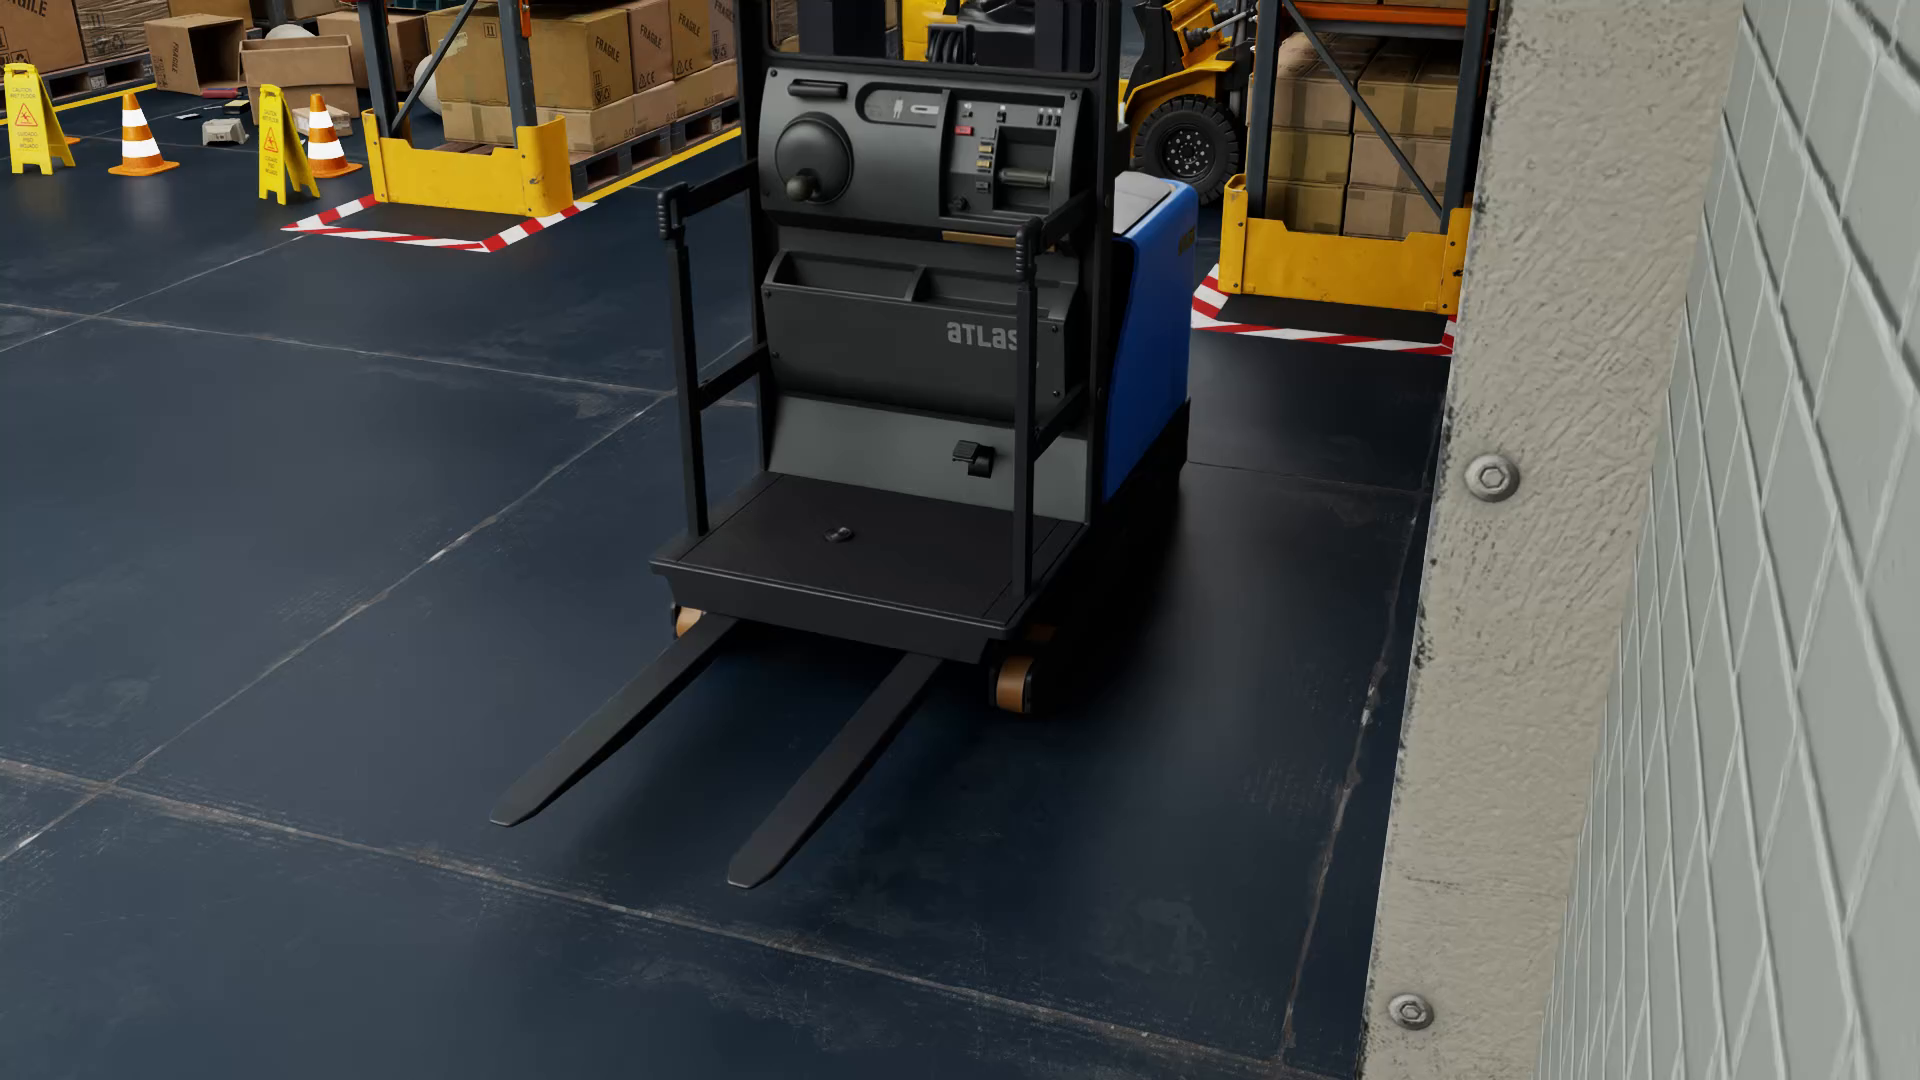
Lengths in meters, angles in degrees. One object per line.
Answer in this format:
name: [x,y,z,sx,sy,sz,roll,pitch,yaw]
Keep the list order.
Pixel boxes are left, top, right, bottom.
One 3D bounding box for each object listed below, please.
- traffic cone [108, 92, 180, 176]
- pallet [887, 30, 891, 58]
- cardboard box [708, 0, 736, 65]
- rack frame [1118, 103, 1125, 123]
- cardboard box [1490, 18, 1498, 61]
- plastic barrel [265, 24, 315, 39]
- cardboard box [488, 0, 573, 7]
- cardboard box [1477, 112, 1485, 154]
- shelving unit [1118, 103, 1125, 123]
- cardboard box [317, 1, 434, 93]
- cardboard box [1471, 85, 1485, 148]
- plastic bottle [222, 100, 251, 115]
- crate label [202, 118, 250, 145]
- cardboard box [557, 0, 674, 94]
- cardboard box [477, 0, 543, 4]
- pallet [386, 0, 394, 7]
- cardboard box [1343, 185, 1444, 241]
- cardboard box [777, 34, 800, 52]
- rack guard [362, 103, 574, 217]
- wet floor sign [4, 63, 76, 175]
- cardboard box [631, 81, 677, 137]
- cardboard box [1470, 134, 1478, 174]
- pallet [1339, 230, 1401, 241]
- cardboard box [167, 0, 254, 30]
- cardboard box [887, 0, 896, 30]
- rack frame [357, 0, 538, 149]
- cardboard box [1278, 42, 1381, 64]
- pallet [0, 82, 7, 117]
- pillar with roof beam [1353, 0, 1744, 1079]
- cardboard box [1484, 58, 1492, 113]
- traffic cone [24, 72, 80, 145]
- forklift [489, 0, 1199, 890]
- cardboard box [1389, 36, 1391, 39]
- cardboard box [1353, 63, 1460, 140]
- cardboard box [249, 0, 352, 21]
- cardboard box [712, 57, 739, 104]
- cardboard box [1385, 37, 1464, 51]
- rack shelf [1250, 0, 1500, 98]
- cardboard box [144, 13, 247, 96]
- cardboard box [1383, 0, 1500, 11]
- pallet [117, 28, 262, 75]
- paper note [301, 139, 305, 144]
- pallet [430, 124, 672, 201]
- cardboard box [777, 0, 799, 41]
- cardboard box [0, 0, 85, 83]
traffic cone: [-5.063,-2.511,10.222,0.336,0.463,0.334,9,27,17]
pallet: [-1.241,-3.977,13.538,1.003,0.211,1.213,9,27,17]
cardboard box: [-1.779,-3.500,11.165,0.500,0.500,0.500,10,28,20]
rack frame: [0.497,-1.093,6.447,0.240,1.200,0.015,10,28,19]
cardboard box: [2.867,-2.948,9.740,0.500,0.250,0.500,9,27,18]
plastic barrel: [-5.131,-3.740,12.805,0.421,0.421,0.512,-14,29,-27]
cardboard box: [-2.639,-3.139,10.421,0.500,0.500,0.500,10,28,19]
cardboard box: [2.877,-2.502,9.965,0.500,0.250,0.500,9,27,18]
shelving unit: [0.408,-0.994,6.243,0.258,1.200,0.503,10,28,19]
cardboard box: [-4.329,-3.680,12.434,0.797,0.637,0.503,9,27,17]
cardboard box: [2.544,-2.307,8.989,0.500,0.250,0.500,9,27,19]
plastic bottle: [-5.165,-3.106,11.911,0.133,0.061,0.283,0,26,-1]
crate label: [-4.860,-2.697,10.979,0.250,0.136,0.298,-5,26,-9]
cardboard box: [-2.123,-3.074,10.286,0.500,0.500,0.500,8,27,16]
cardboard box: [-2.750,-3.377,10.167,0.380,0.149,0.250,10,27,19]
pallet: [-5.610,-5.164,15.990,1.003,0.211,1.213,9,27,17]
cardboard box: [2.200,-1.675,8.257,0.500,0.250,0.500,9,27,18]
cardboard box: [-1.442,-3.581,12.195,0.500,0.250,0.500,10,28,20]
rack guard: [-2.804,-2.174,9.483,1.175,0.500,0.348,9,27,17]
wet floor sign: [-5.674,-2.586,10.166,0.267,0.644,0.232,4,26,8]
cardboard box: [-2.124,-2.720,10.415,0.500,0.250,0.500,10,27,19]
cardboard box: [2.552,-2.088,9.111,0.500,0.250,0.500,8,27,17]
pallet: [2.067,-1.615,8.660,1.003,0.211,1.213,9,27,17]
cardboard box: [-6.475,-4.573,13.525,0.875,0.875,0.875,9,27,18]
cardboard box: [-1.090,-4.430,13.807,0.950,0.372,0.625,11,28,21]
rack frame: [-2.830,-3.268,8.874,1.000,3.000,0.127,9,27,17]
cardboard box: [1.876,-2.396,8.600,0.500,0.250,0.500,9,27,18]
pallet: [-7.339,-3.029,11.581,1.003,0.211,1.213,9,27,17]
pillar with roof beam: [-3.122,-3.564,2.601,9.100,9.000,0.400,9,27,17]
cardboard box: [2.889,-2.719,9.839,0.500,0.250,0.500,9,27,17]
traffic cone: [-6.015,-2.815,10.849,0.336,0.463,0.334,9,27,17]
forklift: [-0.197,-1.046,4.364,1.130,2.935,3.031,10,28,19]
cardboard box: [2.210,-2.812,9.459,0.500,0.250,0.500,8,27,16]
cardboard box: [2.191,-2.121,8.032,0.500,0.250,0.500,8,27,17]
cardboard box: [-6.078,-5.033,14.619,1.050,0.750,0.750,9,27,17]
cardboard box: [-1.783,-3.153,11.309,0.500,0.250,0.500,9,27,18]
cardboard box: [2.530,-2.531,8.878,0.500,0.250,0.500,9,27,17]
rack shelf: [2.518,-3.048,9.245,1.077,0.370,4.000,9,27,17]
cardboard box: [-5.749,-3.678,12.585,0.500,0.500,0.500,14,29,26]
cardboard box: [2.279,-2.758,7.706,0.500,0.500,0.500,10,27,19]
pallet: [-6.527,-4.032,13.652,1.003,0.211,1.213,9,27,17]
paper note: [-4.392,-2.609,10.920,0.148,0.019,0.142,0,26,-1]
pallet: [-2.501,-2.373,10.225,1.003,0.211,1.213,9,27,17]
cardboard box: [-1.442,-3.919,12.031,0.500,0.500,0.500,8,27,17]
cardboard box: [-7.077,-3.827,11.985,0.875,0.875,0.875,8,27,17]
